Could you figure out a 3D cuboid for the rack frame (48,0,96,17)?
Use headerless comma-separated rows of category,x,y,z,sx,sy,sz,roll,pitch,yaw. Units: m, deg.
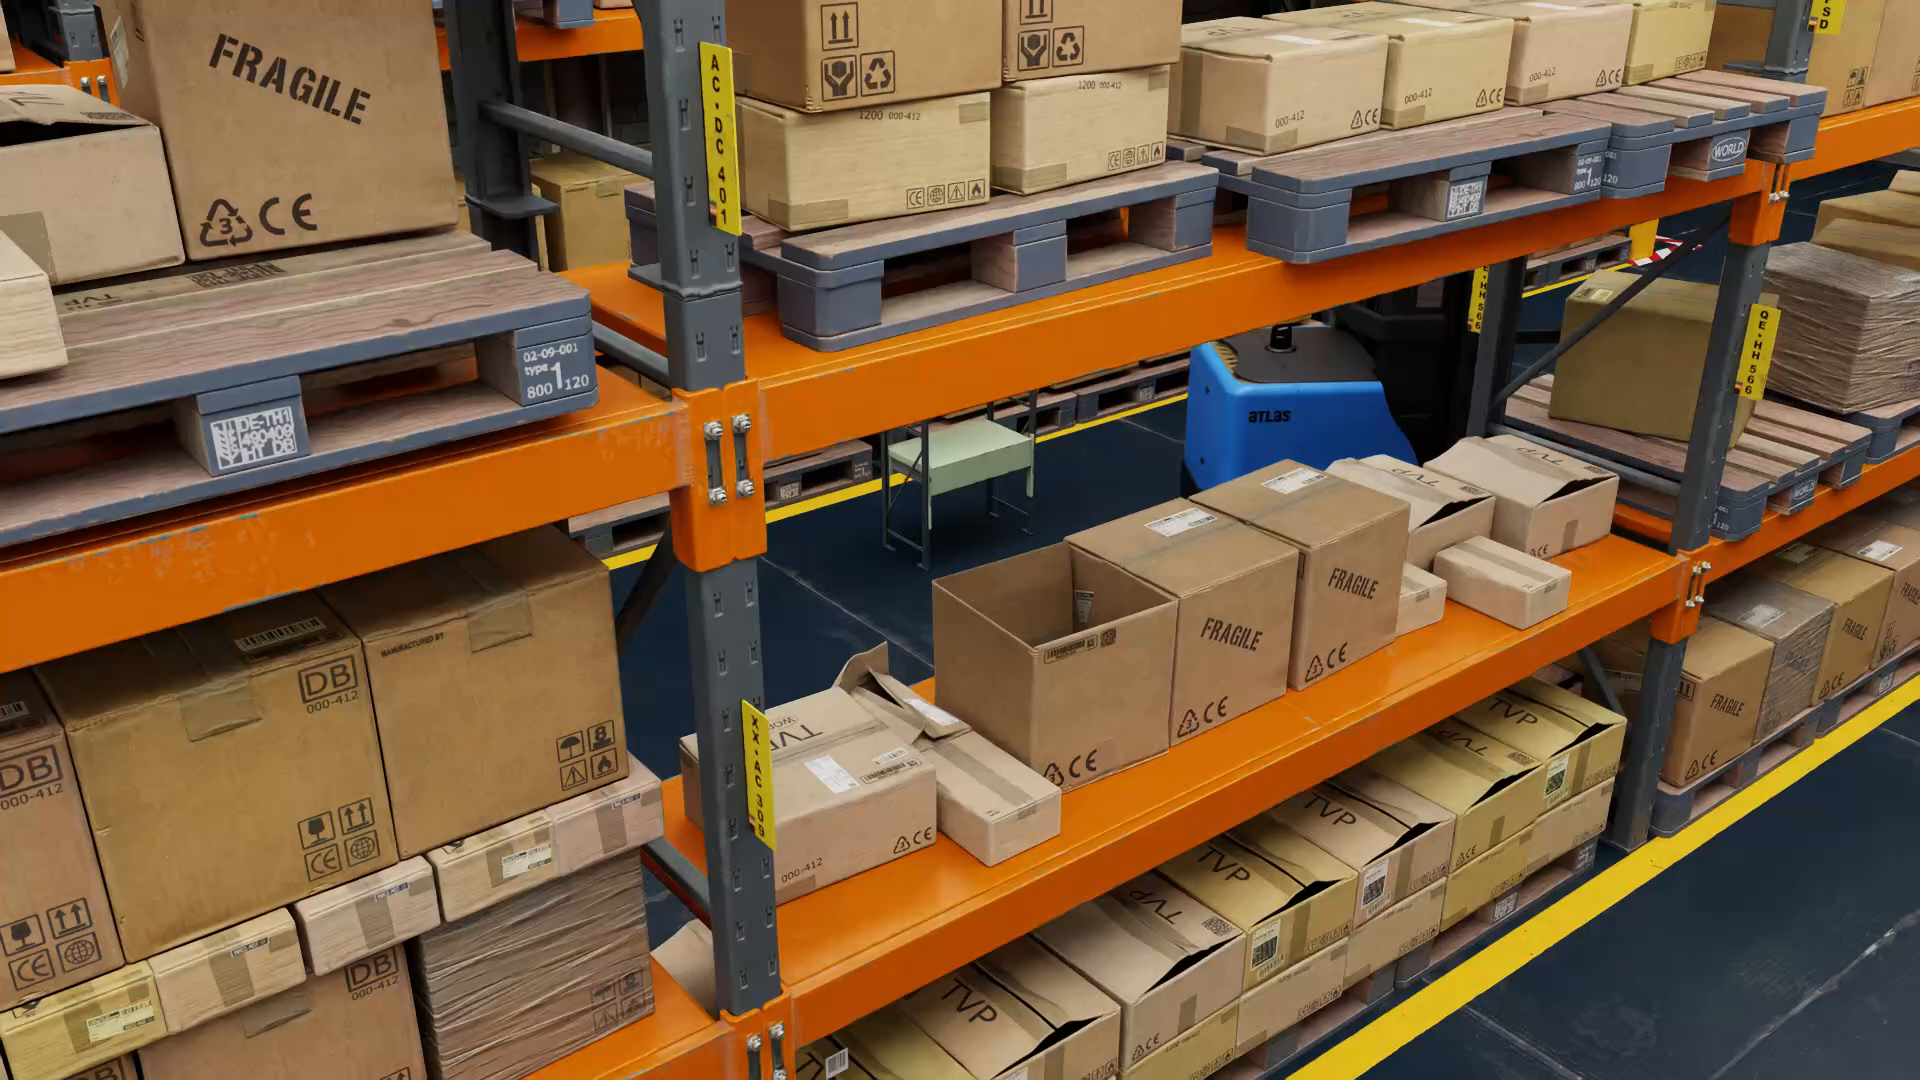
rack frame,-3.826,-3.620,6.360,0.127,3.000,1.000,-18,31,-34

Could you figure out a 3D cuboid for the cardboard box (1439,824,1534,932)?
cardboard box,1.715,1.112,6.059,0.500,0.250,0.500,-19,31,-35

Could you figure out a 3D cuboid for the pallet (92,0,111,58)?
pallet,-3.274,-2.299,7.301,1.003,0.211,1.213,-18,31,-34

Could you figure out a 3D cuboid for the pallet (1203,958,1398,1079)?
pallet,0.750,1.483,5.803,1.213,0.211,1.003,-18,31,-34

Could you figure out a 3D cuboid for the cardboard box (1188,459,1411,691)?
cardboard box,1.071,0.098,5.356,0.500,0.500,0.500,-20,32,-37

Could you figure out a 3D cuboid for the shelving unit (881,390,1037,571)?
shelving unit,-0.005,-0.679,8.931,0.755,1.500,0.431,-18,31,-34

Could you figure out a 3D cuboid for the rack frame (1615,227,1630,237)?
rack frame,5.617,-4.016,14.340,0.127,3.000,1.000,-18,31,-34

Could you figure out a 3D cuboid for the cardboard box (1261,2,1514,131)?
cardboard box,1.201,-1.357,4.727,0.500,0.250,0.500,-19,31,-35

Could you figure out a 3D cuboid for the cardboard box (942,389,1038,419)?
cardboard box,-0.018,-1.301,10.544,0.750,0.750,0.750,-19,31,-35

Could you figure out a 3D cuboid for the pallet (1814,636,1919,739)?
pallet,3.952,0.471,7.985,1.213,0.211,1.003,-18,31,-34

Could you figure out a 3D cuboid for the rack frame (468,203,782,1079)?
rack frame,-0.766,0.741,4.089,0.127,3.000,1.000,-18,31,-34

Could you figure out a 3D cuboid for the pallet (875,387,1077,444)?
pallet,-0.011,-0.853,10.837,1.213,0.211,1.003,-18,31,-34

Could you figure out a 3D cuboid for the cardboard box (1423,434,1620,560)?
cardboard box,2.069,-0.177,6.175,0.500,0.311,0.500,-16,29,-31

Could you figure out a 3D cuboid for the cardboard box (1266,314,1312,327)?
cardboard box,2.038,-1.980,12.008,0.750,0.750,0.750,-18,30,-33

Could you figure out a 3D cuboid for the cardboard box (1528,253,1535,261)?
cardboard box,4.339,-2.597,13.752,0.500,0.500,0.700,-19,31,-36

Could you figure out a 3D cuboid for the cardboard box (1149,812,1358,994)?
cardboard box,0.922,1.119,5.377,0.500,0.311,0.500,-17,30,-33

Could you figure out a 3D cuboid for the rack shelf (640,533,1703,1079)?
rack shelf,0.808,0.548,5.360,4.000,0.370,1.077,-18,31,-34

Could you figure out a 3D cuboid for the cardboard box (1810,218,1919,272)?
cardboard box,4.177,-1.093,7.425,0.700,0.500,0.500,18,30,33

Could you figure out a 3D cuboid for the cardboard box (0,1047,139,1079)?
cardboard box,-1.919,1.082,3.238,0.500,0.500,0.700,-18,30,-33

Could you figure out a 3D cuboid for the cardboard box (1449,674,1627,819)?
cardboard box,2.122,0.722,6.232,0.500,0.311,0.500,-17,30,-33

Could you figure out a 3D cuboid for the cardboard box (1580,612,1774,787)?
cardboard box,2.916,0.613,6.813,0.500,0.500,0.500,-17,30,-32

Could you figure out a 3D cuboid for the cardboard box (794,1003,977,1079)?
cardboard box,-0.287,1.519,4.515,0.500,0.311,0.500,-18,30,-34

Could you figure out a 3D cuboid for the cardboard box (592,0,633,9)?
cardboard box,-1.755,-3.048,8.545,0.637,0.503,0.797,-14,28,-27

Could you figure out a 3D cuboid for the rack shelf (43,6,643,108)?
rack shelf,-2.252,-2.452,8.263,4.000,0.370,1.077,-18,31,-34

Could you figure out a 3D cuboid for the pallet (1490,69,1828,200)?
pallet,1.903,-1.367,5.293,1.003,0.211,1.213,-17,30,-32

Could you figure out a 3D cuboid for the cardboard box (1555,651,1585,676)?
cardboard box,2.973,0.316,7.453,0.500,0.500,0.500,-17,30,-32

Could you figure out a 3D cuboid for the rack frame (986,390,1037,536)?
rack frame,0.283,-0.774,9.135,0.023,1.500,0.400,-18,31,-34

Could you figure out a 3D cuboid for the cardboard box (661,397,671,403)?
cardboard box,-1.689,-0.704,9.650,0.500,0.500,0.700,-18,31,-34

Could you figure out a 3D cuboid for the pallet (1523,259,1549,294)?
pallet,4.077,-2.202,13.744,1.213,0.211,1.003,-18,31,-34

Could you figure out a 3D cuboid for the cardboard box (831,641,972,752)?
cardboard box,-0.187,0.513,4.741,0.258,0.266,0.396,-19,31,-35

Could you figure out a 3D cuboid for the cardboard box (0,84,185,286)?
cardboard box,-1.750,-0.649,2.963,0.500,0.311,0.500,-20,32,-37

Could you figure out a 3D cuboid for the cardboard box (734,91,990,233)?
cardboard box,-0.275,-0.899,3.739,0.500,0.250,0.500,-15,29,-29

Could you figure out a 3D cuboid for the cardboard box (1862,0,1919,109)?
cardboard box,3.106,-1.961,6.229,0.500,0.500,0.910,-18,31,-34

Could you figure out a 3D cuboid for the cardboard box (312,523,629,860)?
cardboard box,-1.111,0.225,3.542,0.500,0.500,0.700,-18,30,-34

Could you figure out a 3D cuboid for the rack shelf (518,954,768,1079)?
rack shelf,-2.340,1.587,3.121,4.000,0.370,1.077,-18,31,-34

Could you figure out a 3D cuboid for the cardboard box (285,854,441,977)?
cardboard box,-1.248,0.676,3.341,0.250,0.149,0.380,-19,31,-35

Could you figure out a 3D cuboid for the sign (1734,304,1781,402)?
sign,2.727,-0.640,5.690,0.005,0.325,0.100,-18,31,-34

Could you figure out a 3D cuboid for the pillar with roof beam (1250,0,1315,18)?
pillar with roof beam,5.143,-4.740,8.774,0.400,9.000,9.100,-18,31,-34

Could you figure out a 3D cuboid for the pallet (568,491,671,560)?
pallet,-2.253,-0.155,9.334,1.213,0.211,1.003,-18,31,-34

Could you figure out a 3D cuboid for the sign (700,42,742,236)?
sign,-0.422,-0.706,2.937,0.005,0.325,0.100,-18,31,-34

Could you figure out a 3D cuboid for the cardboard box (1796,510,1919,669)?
cardboard box,4.130,0.209,7.683,0.500,0.500,0.500,-19,31,-36

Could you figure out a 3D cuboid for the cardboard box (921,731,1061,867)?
cardboard box,0.057,0.693,4.492,0.250,0.149,0.380,-18,31,-34

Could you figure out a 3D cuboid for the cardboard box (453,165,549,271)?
cardboard box,-2.461,-1.589,8.469,0.500,0.500,0.700,-14,28,-27

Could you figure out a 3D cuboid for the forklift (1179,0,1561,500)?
forklift,2.810,-1.376,8.734,3.031,2.935,1.130,-2,25,-4

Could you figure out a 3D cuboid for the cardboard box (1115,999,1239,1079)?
cardboard box,0.513,1.508,5.206,0.500,0.250,0.500,-19,31,-36
